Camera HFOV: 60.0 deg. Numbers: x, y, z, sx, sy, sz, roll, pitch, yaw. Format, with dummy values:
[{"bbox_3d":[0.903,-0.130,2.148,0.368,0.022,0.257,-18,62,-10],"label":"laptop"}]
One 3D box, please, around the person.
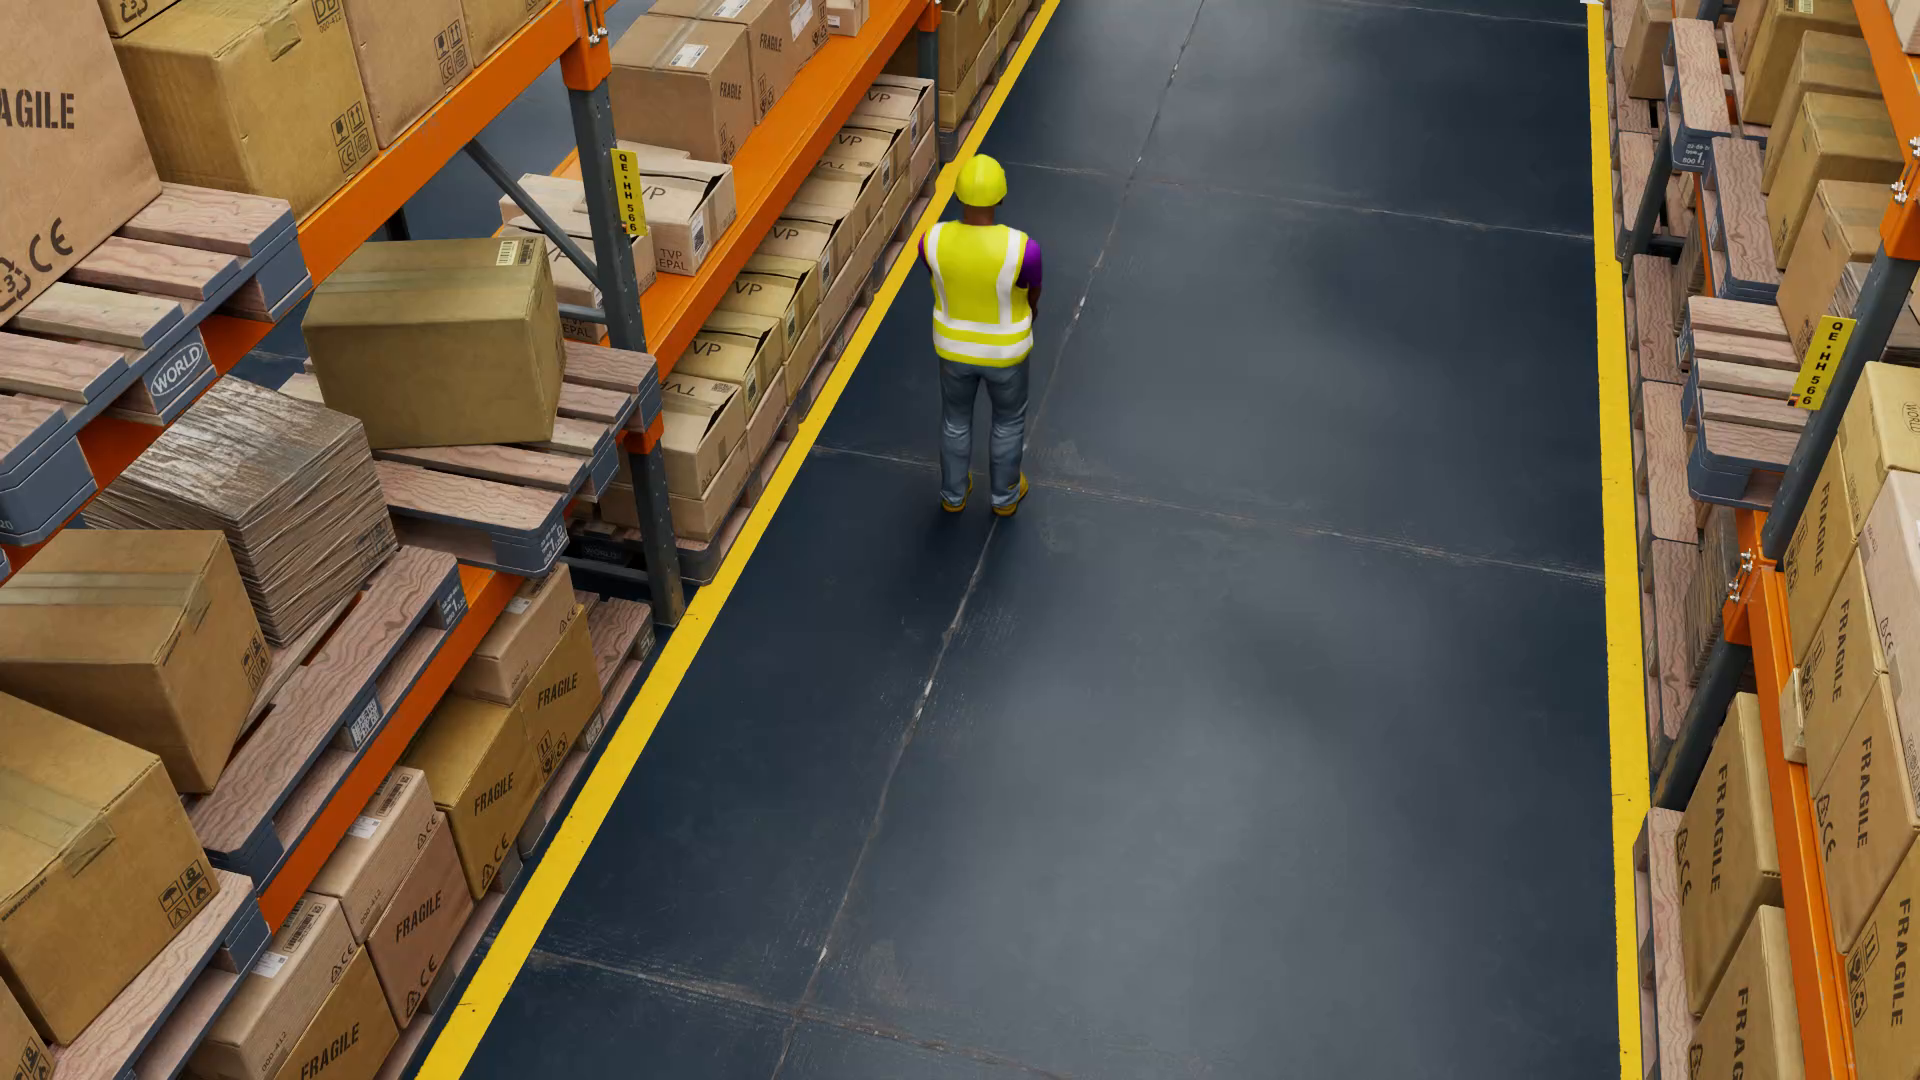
[{"bbox_3d":[0.111,-0.895,7.179,0.505,1.763,0.559,9,42,10],"label":"person"}]
